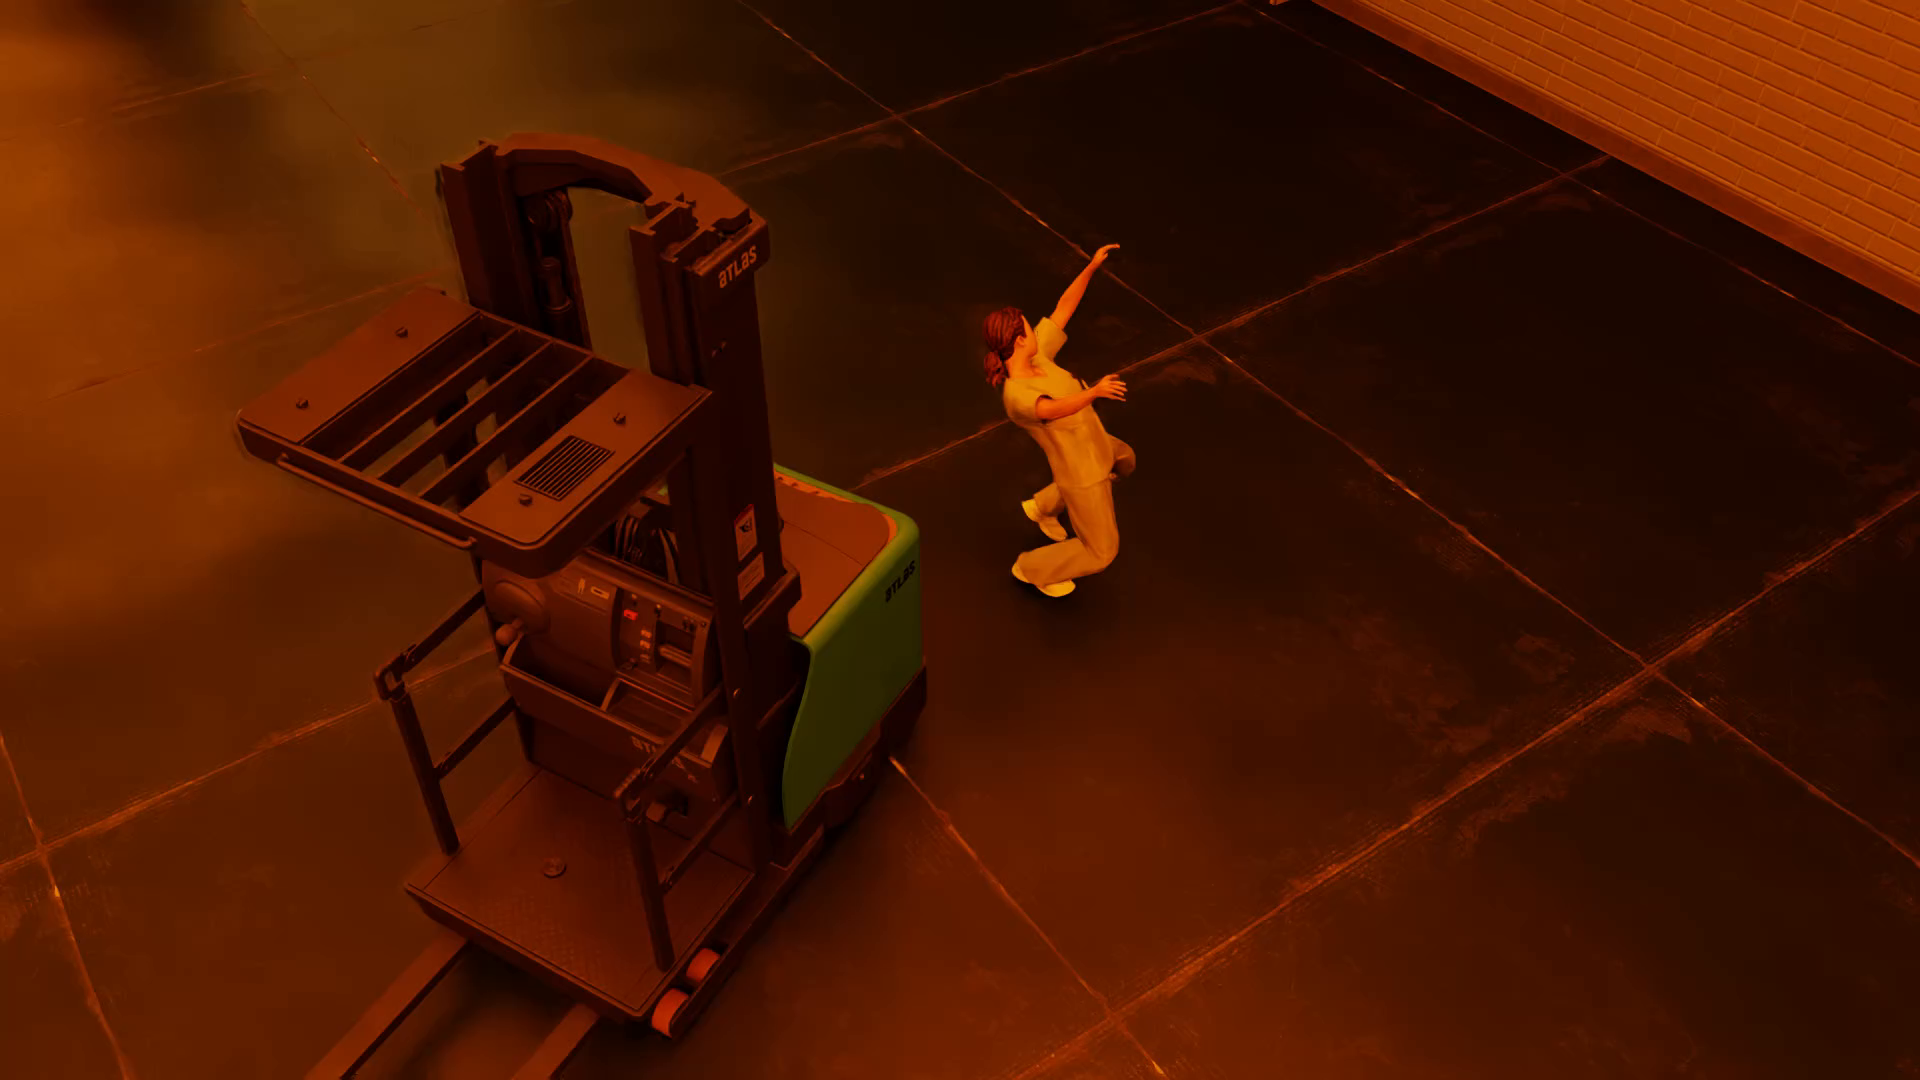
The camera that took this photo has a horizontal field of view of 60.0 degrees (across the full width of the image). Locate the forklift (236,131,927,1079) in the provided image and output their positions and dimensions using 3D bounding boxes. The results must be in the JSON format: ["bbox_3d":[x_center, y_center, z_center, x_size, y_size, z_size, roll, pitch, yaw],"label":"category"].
[{"bbox_3d":[-1.312,0.334,5.353,1.130,2.935,3.031,21,47,22],"label":"forklift"}]

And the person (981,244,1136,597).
[{"bbox_3d":[0.418,-0.406,7.153,0.692,1.556,0.880,5,43,5],"label":"person"}]
